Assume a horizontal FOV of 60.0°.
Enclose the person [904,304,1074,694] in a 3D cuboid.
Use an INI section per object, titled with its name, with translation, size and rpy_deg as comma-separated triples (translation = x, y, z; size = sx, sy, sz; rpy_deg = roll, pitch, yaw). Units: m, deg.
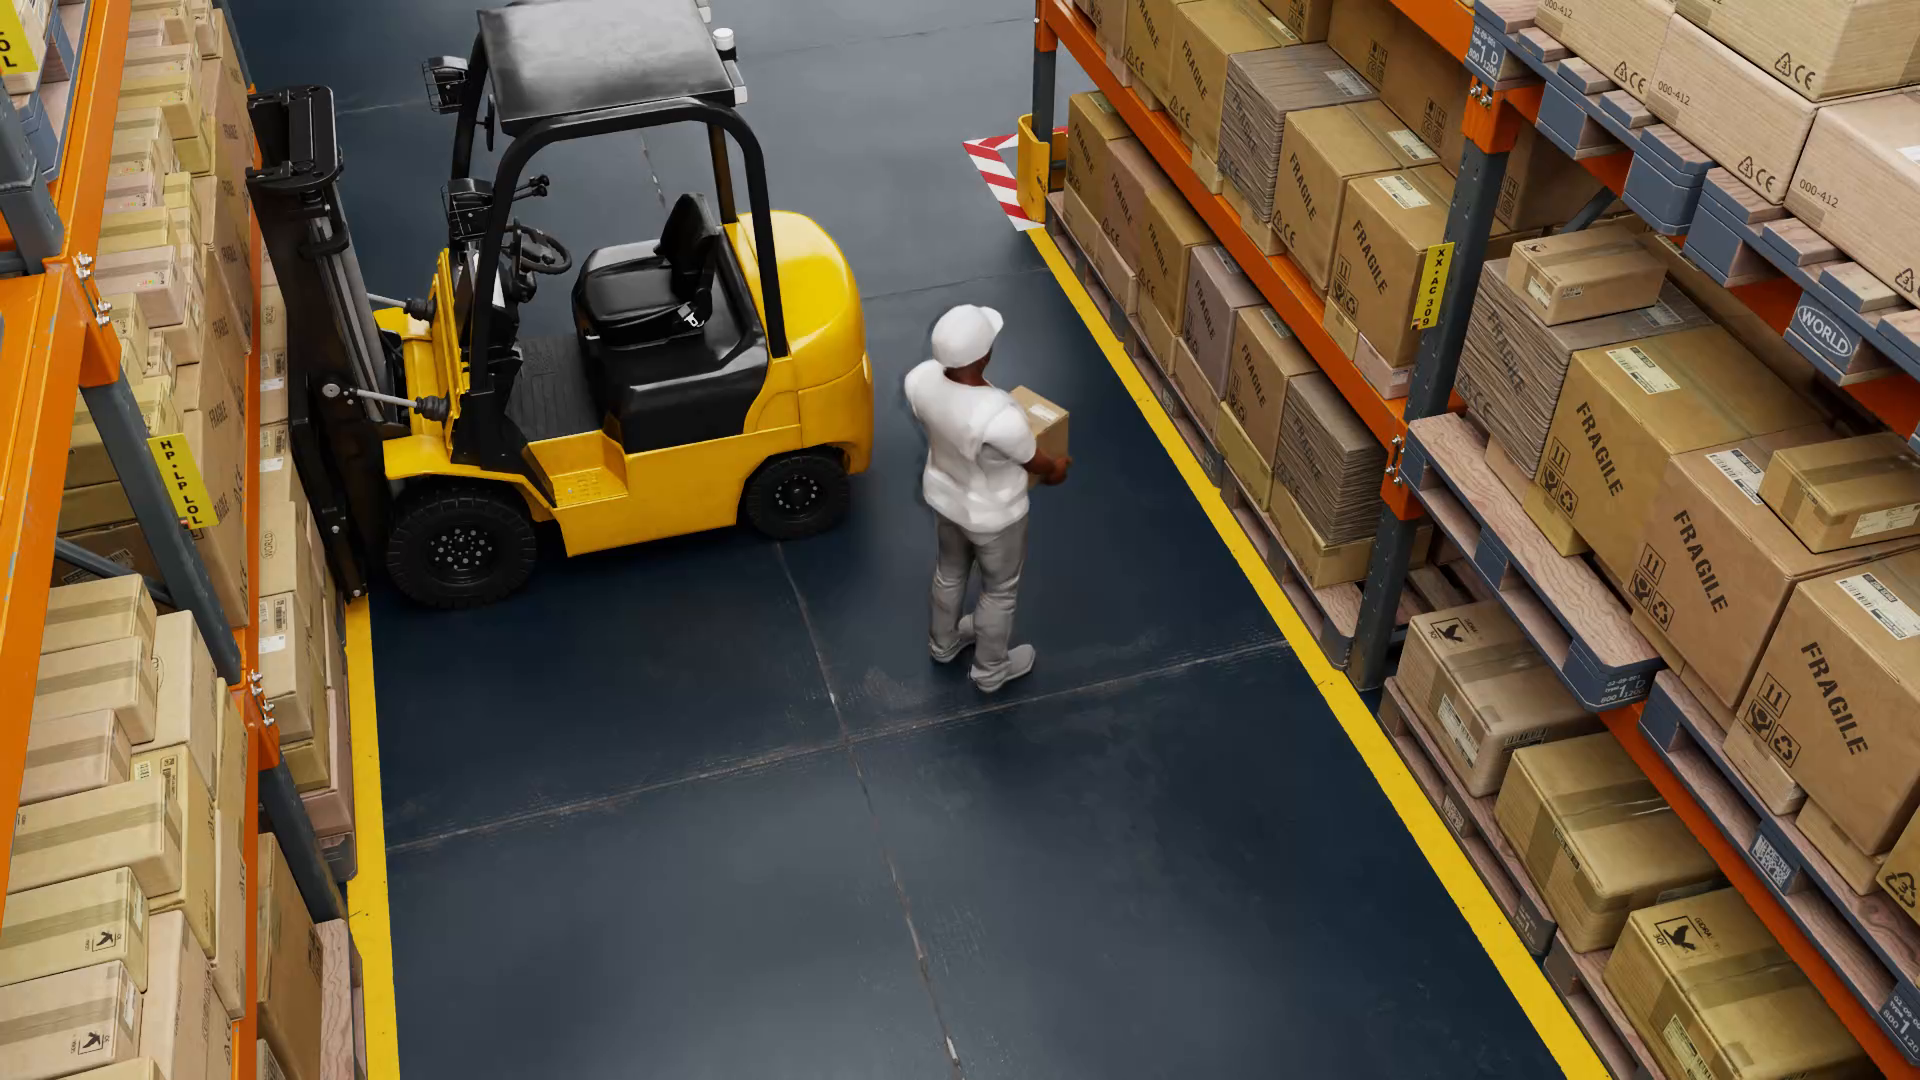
[person]
translation = 0.128, -0.201, 6.366
size = 0.575, 1.767, 0.510
rpy_deg = -34, 52, -32
